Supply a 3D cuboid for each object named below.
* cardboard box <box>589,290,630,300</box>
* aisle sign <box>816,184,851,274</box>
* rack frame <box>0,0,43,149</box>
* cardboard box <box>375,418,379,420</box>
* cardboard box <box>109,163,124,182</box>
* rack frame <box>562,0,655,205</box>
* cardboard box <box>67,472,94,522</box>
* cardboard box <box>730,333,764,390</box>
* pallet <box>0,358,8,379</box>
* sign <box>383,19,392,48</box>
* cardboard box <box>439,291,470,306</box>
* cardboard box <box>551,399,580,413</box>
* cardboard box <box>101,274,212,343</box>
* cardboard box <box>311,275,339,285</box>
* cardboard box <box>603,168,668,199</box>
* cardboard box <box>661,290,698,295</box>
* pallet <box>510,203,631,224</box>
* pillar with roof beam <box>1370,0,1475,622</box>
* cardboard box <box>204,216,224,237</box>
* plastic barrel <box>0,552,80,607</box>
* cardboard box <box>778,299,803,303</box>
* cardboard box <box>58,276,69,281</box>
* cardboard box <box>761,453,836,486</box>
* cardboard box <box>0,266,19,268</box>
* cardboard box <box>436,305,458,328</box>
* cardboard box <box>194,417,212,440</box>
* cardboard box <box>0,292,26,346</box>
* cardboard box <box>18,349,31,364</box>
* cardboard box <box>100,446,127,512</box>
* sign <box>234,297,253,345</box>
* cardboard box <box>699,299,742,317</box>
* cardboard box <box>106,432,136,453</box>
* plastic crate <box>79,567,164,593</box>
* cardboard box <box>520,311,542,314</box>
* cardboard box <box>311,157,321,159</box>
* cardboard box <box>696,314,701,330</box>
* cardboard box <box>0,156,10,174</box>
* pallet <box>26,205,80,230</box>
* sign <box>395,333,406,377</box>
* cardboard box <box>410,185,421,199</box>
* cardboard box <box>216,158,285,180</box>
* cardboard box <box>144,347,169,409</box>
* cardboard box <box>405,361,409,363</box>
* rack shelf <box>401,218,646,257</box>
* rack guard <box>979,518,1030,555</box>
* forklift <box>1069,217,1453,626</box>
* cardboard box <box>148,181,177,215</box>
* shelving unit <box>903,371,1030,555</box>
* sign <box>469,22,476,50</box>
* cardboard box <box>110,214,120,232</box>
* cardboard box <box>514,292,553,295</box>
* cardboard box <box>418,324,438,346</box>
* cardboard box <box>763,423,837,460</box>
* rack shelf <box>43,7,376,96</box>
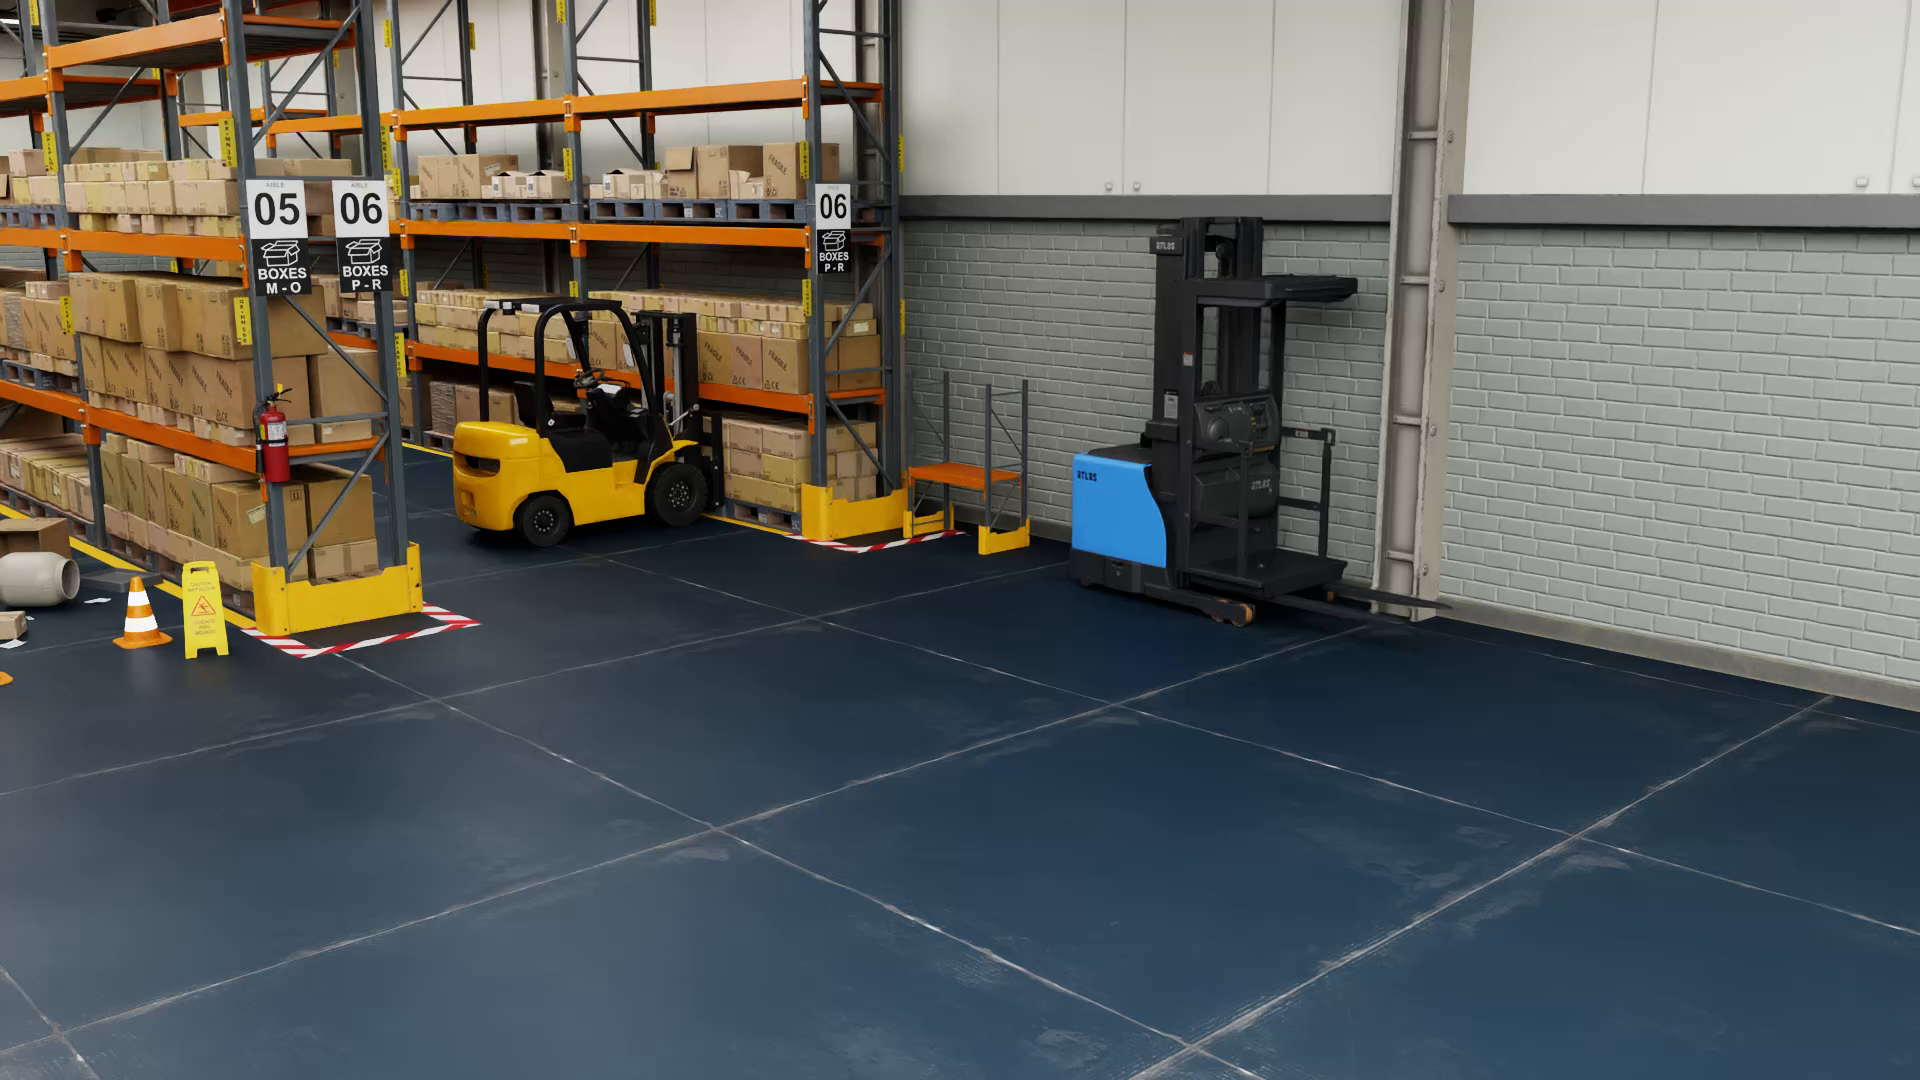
[{"bbox_3d":[-3.721,-2.569,17.694,0.380,0.149,0.250,-10,16,-41],"label":"cardboard box"},{"bbox_3d":[-1.132,-2.784,14.885,0.394,0.787,0.004,-11,16,-43],"label":"aisle sign"},{"bbox_3d":[-10.077,-4.975,17.095,1.000,3.000,0.127,-11,16,-43],"label":"rack frame"},{"bbox_3d":[-7.638,-1.892,22.154,0.500,0.500,0.500,-10,15,-40],"label":"cardboard box"},{"bbox_3d":[-6.586,-2.953,13.361,0.250,0.149,0.380,11,16,43],"label":"cardboard box"},{"bbox_3d":[-3.727,-5.083,17.621,1.000,3.000,0.127,-11,16,-43],"label":"rack frame"},{"bbox_3d":[-7.678,-0.447,15.459,0.950,0.372,0.625,-11,16,-42],"label":"cardboard box"},{"bbox_3d":[-1.846,-1.722,15.928,0.500,0.500,0.500,-10,15,-41],"label":"cardboard box"},{"bbox_3d":[-9.507,-1.853,17.287,1.213,0.211,1.003,-11,16,-43],"label":"pallet"},{"bbox_3d":[-6.875,-6.086,19.978,0.100,0.325,0.005,-11,16,-43],"label":"sign"},{"bbox_3d":[-6.101,-2.935,20.206,0.380,0.149,0.250,-10,16,-41],"label":"cardboard box"},{"bbox_3d":[-4.095,-1.262,18.786,0.875,0.625,0.625,-10,15,-40],"label":"cardboard box"},{"bbox_3d":[-6.503,-1.888,13.516,0.700,0.500,0.500,-11,16,-44],"label":"cardboard box"},{"bbox_3d":[-8.722,-3.390,22.980,0.700,0.500,0.500,-11,16,-42],"label":"cardboard box"},{"bbox_3d":[-3.329,-3.669,17.126,0.500,0.311,0.500,-10,16,-41],"label":"cardboard box"},{"bbox_3d":[-2.952,-2.573,17.715,0.380,0.149,0.250,-11,16,-43],"label":"cardboard box"},{"bbox_3d":[-4.345,-3.647,18.559,1.217,0.209,0.805,11,16,43],"label":"pallet"},{"bbox_3d":[0.236,-3.251,8.728,9.100,9.000,0.400,-11,16,-43],"label":"pillar with roof beam"},{"bbox_3d":[-5.196,-2.260,11.973,0.380,0.149,0.250,-11,16,-42],"label":"cardboard box"},{"bbox_3d":[-7.073,0.303,12.732,0.512,0.421,0.421,-1,12,-4],"label":"plastic barrel"},{"bbox_3d":[-1.551,-2.270,16.241,0.380,0.149,0.250,-11,16,-42],"label":"cardboard box"},{"bbox_3d":[-8.743,-2.555,16.584,0.250,0.149,0.380,11,16,42],"label":"cardboard box"},{"bbox_3d":[-1.527,-0.692,15.711,0.500,0.250,0.500,-11,16,-43],"label":"cardboard box"},{"bbox_3d":[-10.936,-2.830,18.826,0.500,0.500,0.500,-10,15,-41],"label":"cardboard box"},{"bbox_3d":[-6.015,-2.728,20.190,0.500,0.250,0.500,-10,15,-41],"label":"cardboard box"},{"bbox_3d":[-5.581,-0.866,12.641,0.380,0.149,0.250,-11,16,-42],"label":"cardboard box"},{"bbox_3d":[-9.197,-2.187,16.406,0.500,0.500,0.500,-11,16,-42],"label":"cardboard box"},{"bbox_3d":[-8.906,-1.803,16.149,0.380,0.149,0.250,-10,15,-41],"label":"cardboard box"},{"bbox_3d":[-7.102,-0.555,14.425,0.500,0.500,0.500,-10,15,-40],"label":"cardboard box"},{"bbox_3d":[-4.967,-1.516,11.523,0.100,0.325,0.005,-11,16,-43],"label":"sign"},{"bbox_3d":[-2.318,-2.269,16.235,0.380,0.149,0.250,-10,16,-41],"label":"cardboard box"},{"bbox_3d":[-7.059,-0.846,14.231,0.380,0.149,0.250,-11,16,-42],"label":"cardboard box"},{"bbox_3d":[-6.823,0.321,13.494,0.583,0.080,0.402,6,13,26],"label":"plastic crate"},{"bbox_3d":[-4.723,-2.628,18.719,0.250,0.149,0.380,11,16,43],"label":"cardboard box"},{"bbox_3d":[-8.784,-5.193,23.157,0.396,0.266,0.258,-11,16,-43],"label":"cardboard box"},{"bbox_3d":[-2.417,-2.172,16.503,0.380,0.149,0.250,-11,16,-43],"label":"cardboard box"},{"bbox_3d":[-10.446,-3.796,17.509,0.637,0.503,0.797,11,16,42],"label":"cardboard box"},{"bbox_3d":[-7.664,-2.935,15.092,1.213,0.211,1.003,-11,16,-43],"label":"pallet"},{"bbox_3d":[-4.160,-1.368,12.313,0.100,0.325,0.005,-11,16,-43],"label":"sign"},{"bbox_3d":[-6.468,-4.245,20.276,0.380,0.166,0.250,-11,16,-43],"label":"cardboard box"},{"bbox_3d":[-4.999,-2.614,11.715,0.380,0.149,0.250,-11,16,-42],"label":"cardboard box"},{"bbox_3d":[-6.148,-1.328,13.277,0.500,0.500,0.500,-11,16,-42],"label":"cardboard box"},{"bbox_3d":[-7.711,-2.374,22.884,0.250,0.149,0.380,11,16,43],"label":"cardboard box"},{"bbox_3d":[-5.108,-3.553,19.413,1.077,0.370,4.000,-11,16,-43],"label":"rack shelf"},{"bbox_3d":[0.397,-0.039,14.818,0.587,0.250,0.087,-11,16,-43],"label":"rack guard"},{"bbox_3d":[2.245,-0.919,12.446,1.130,2.935,3.031,-10,15,-41],"label":"forklift"},{"bbox_3d":[-5.808,-2.596,12.617,0.500,0.250,0.500,-10,16,-41],"label":"cardboard box"},{"bbox_3d":[0.053,-0.723,15.045,0.587,1.500,1.083,-11,16,-43],"label":"shelving unit"},{"bbox_3d":[-6.090,-6.280,20.722,0.100,0.325,0.005,-11,16,-43],"label":"sign"},{"bbox_3d":[-6.741,-2.610,13.674,0.380,0.149,0.250,-10,15,-41],"label":"cardboard box"},{"bbox_3d":[-5.145,-2.907,20.072,0.380,0.149,0.250,-11,16,-43],"label":"cardboard box"},{"bbox_3d":[-6.360,-2.556,20.595,0.500,0.250,0.500,-11,16,-42],"label":"cardboard box"},{"bbox_3d":[-1.508,-0.933,15.642,0.500,0.250,0.500,-10,15,-41],"label":"cardboard box"},{"bbox_3d":[-5.933,-3.745,12.917,1.077,0.370,4.000,-11,16,-43],"label":"rack shelf"}]
